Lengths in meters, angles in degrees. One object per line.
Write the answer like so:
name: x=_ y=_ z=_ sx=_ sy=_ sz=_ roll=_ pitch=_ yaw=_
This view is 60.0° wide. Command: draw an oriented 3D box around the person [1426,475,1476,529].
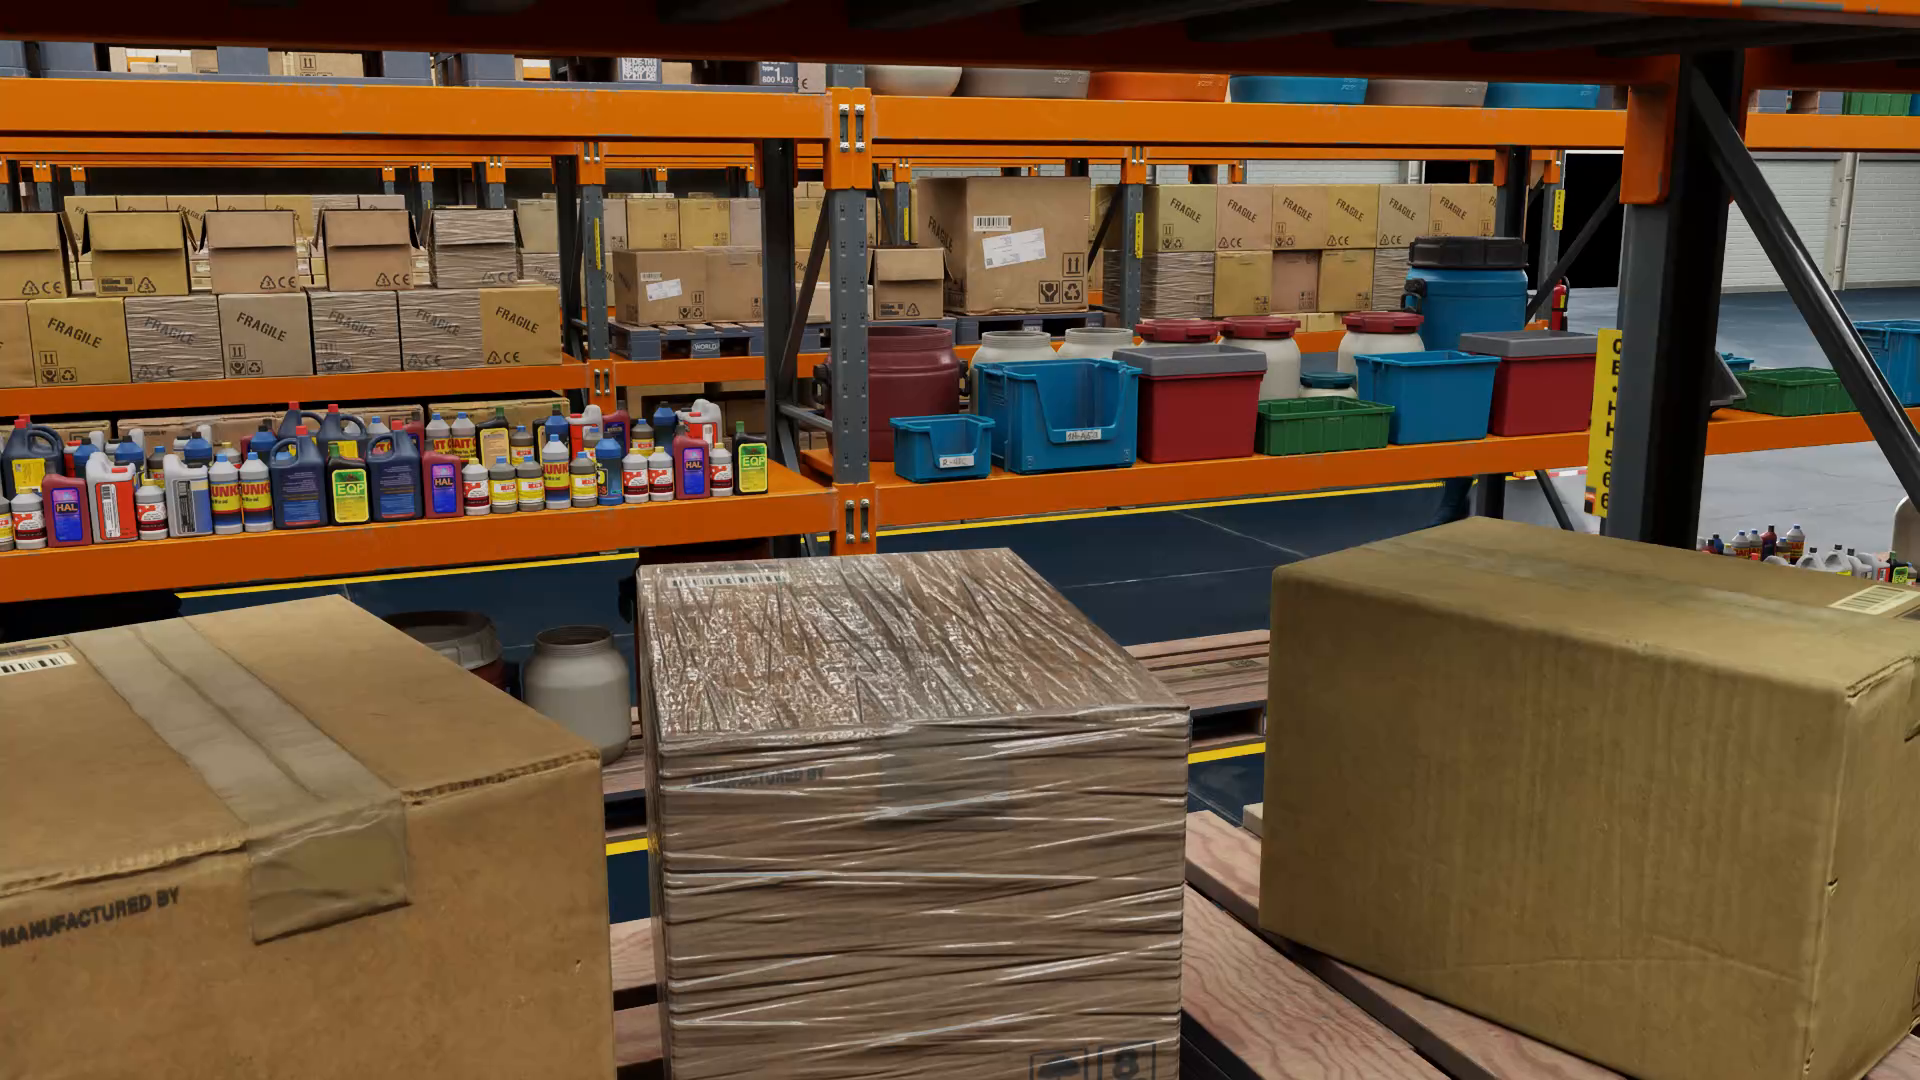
person: x=3.185 y=-0.537 z=10.413 sx=0.812 sy=1.562 sz=0.456 roll=-5 pitch=13 yaw=-21
